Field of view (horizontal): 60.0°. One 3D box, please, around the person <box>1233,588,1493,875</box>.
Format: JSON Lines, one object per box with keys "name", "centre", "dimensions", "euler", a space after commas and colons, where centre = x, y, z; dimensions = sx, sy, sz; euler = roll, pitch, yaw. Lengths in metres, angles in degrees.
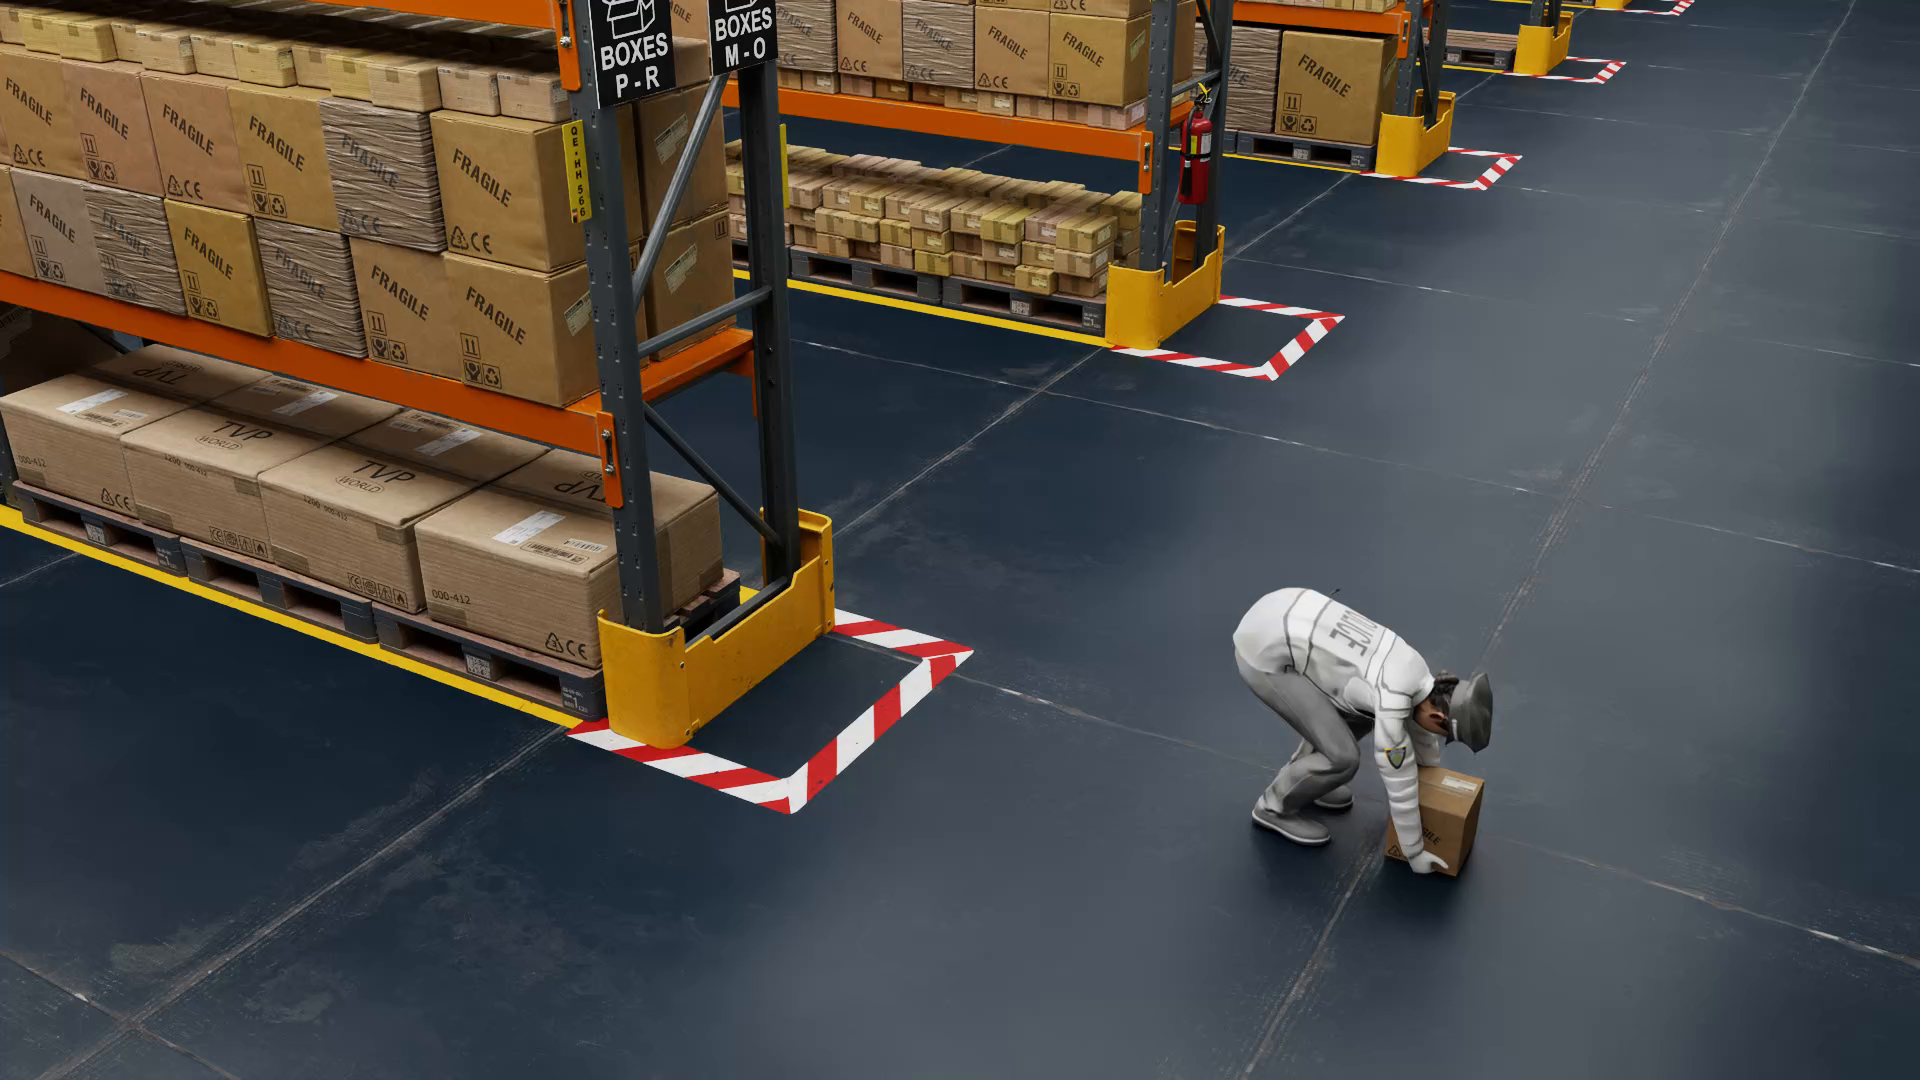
{"name": "person", "centre": [1.370, 0.636, 5.744], "dimensions": [0.883, 0.862, 0.466], "euler": [13, 29, 24]}
